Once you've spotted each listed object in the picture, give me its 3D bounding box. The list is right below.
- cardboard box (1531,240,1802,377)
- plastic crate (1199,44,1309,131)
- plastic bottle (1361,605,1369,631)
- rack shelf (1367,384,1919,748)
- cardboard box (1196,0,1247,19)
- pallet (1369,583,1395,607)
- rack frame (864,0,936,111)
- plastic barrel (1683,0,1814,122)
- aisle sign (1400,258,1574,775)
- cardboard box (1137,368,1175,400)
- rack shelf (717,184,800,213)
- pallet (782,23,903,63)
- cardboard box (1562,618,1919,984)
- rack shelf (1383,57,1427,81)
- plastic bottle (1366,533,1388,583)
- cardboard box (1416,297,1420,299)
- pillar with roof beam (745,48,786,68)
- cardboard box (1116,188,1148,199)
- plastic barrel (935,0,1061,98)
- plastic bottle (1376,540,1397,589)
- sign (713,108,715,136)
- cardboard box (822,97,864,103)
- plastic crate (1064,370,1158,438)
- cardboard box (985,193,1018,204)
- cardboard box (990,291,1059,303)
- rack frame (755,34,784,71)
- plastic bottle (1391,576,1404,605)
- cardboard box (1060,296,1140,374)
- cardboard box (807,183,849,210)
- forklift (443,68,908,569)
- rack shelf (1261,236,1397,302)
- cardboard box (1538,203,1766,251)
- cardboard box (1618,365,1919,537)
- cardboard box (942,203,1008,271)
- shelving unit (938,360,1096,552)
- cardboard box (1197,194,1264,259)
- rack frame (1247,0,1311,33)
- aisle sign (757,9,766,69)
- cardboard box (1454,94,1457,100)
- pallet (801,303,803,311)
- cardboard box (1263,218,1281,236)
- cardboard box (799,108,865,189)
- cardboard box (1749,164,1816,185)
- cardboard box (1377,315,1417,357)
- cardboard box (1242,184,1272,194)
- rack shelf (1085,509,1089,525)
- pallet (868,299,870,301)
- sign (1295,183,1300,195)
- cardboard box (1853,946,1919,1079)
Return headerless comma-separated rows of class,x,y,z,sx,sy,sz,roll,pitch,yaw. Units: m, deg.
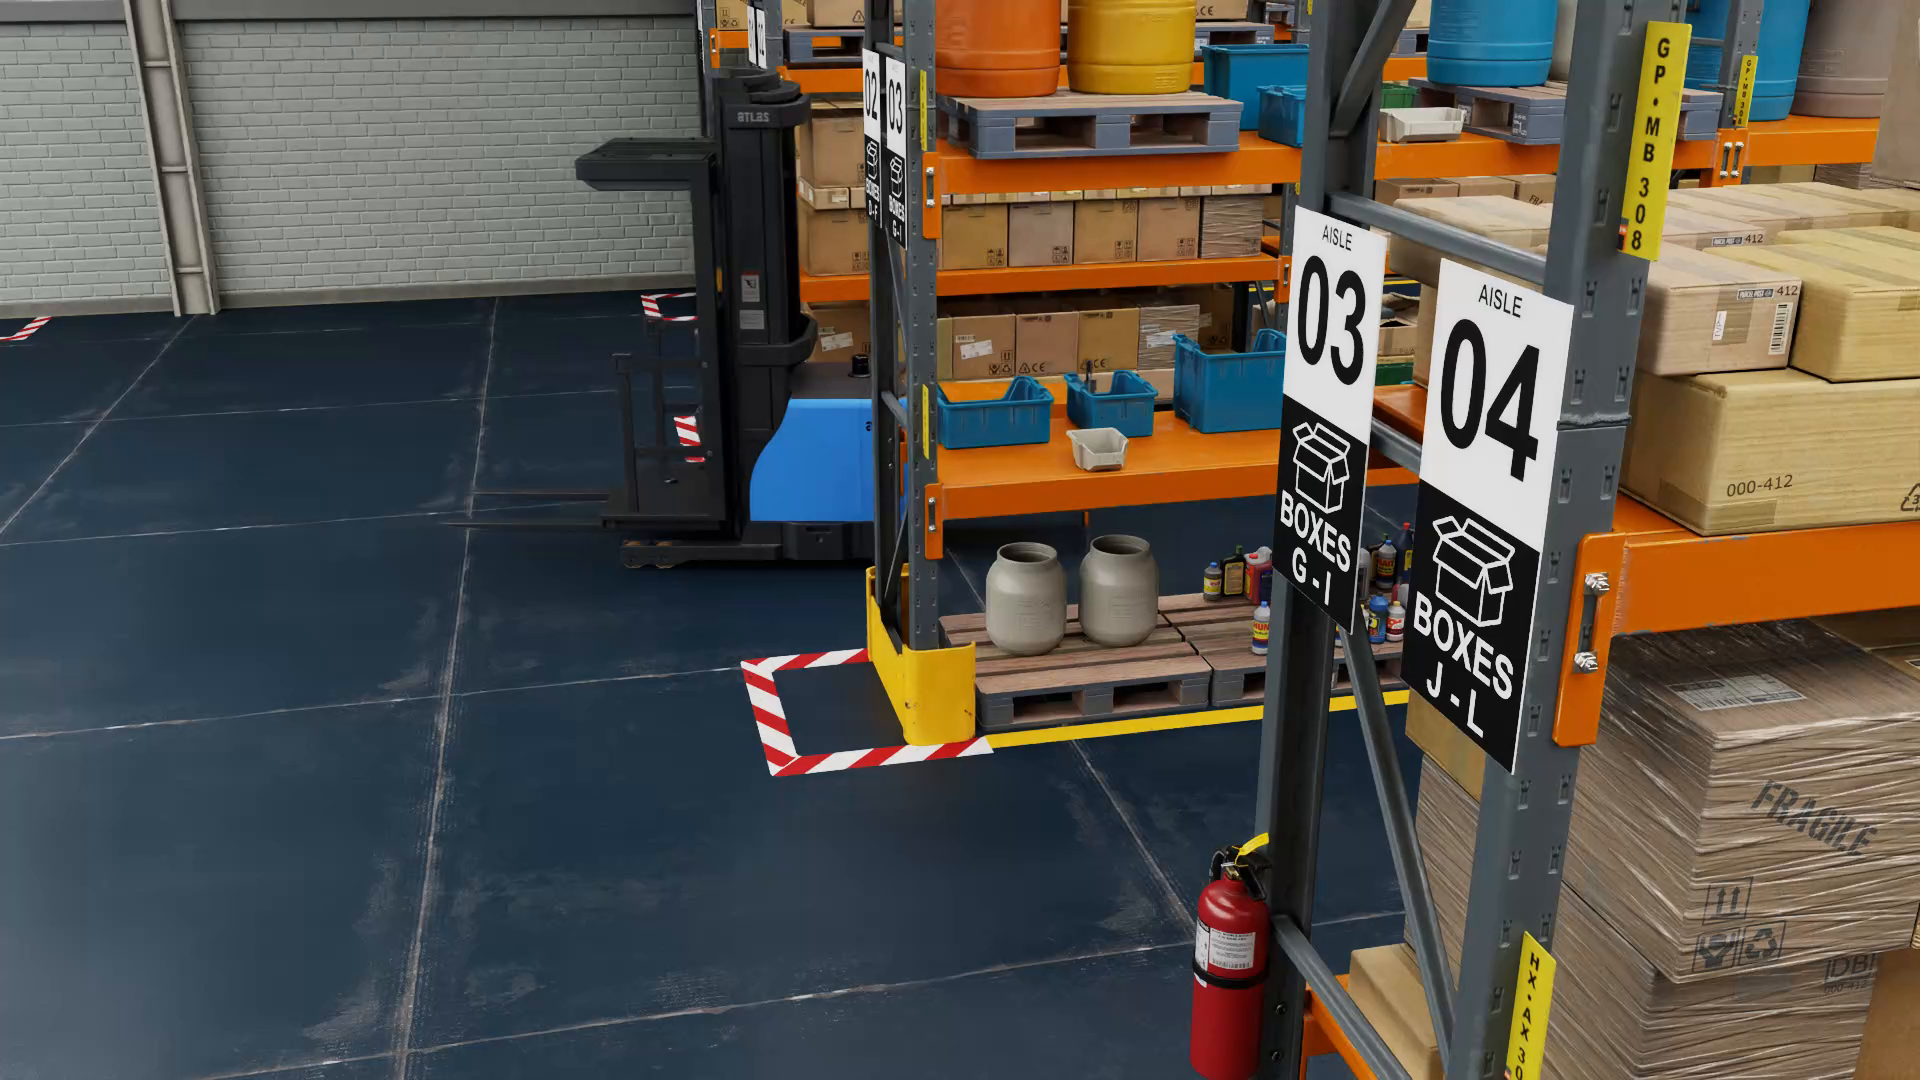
cardboard box,1.183,-0.401,2.825,0.250,0.149,0.380,-5,21,-13
plastic crate,1.509,-2.242,8.236,0.575,0.384,0.392,-5,21,-12
plastic bottle,2.086,0.436,8.692,0.097,0.201,0.097,0,20,0
rack shelf,2.809,-0.160,3.576,4.000,0.370,1.077,-5,21,-12
cardboard box,1.928,-4.331,12.956,0.500,0.500,0.500,-3,20,-8
pallet,2.952,0.443,9.299,1.213,0.211,1.003,-5,21,-12
rack frame,-0.277,-3.406,7.030,0.127,3.000,1.000,-5,21,-12
plastic barrel,4.060,-2.662,8.632,0.708,0.901,0.600,-5,21,-12
aisle sign,0.871,-0.047,2.801,0.004,0.787,0.394,-5,21,-12
cardboard box,1.589,-1.324,13.455,0.500,0.250,0.500,-5,21,-12
rack shelf,-0.611,-3.726,17.671,4.000,0.370,1.077,-5,21,-12
pallet,-0.720,-3.662,12.217,1.213,0.211,1.003,-5,21,-12
cardboard box,1.460,0.460,3.165,0.500,0.500,0.500,-5,21,-12
rack shelf,4.425,-3.793,13.493,4.000,0.370,1.077,-5,21,-12
plastic bottle,2.380,0.102,9.484,0.133,0.283,0.061,-4,20,-10
cardboard box,4.288,-1.982,14.436,0.500,0.311,0.500,-5,21,-13
pillar with roof beam,-1.084,-5.626,13.091,0.400,9.000,9.100,-5,21,-12
cardboard box,1.273,-2.742,12.852,0.250,0.149,0.380,-5,21,-13
plastic barrel,0.166,-2.477,7.621,0.708,0.830,0.600,-5,21,-12
plastic bottle,2.416,0.133,9.418,0.097,0.271,0.097,0,20,0
sign,-2.432,-4.130,16.470,0.005,0.325,0.100,-5,21,-12
cardboard box,-1.153,-4.384,17.520,0.500,0.500,0.500,-5,21,-14
plastic crate,0.774,-0.709,8.604,0.408,0.251,0.499,-5,21,-12
cardboard box,0.271,-2.661,12.628,0.250,0.149,0.380,-5,21,-13
cardboard box,0.496,-1.771,13.585,0.500,0.500,0.500,-5,21,-12
rack frame,-1.414,-2.247,12.589,0.127,3.000,1.000,-5,21,-12
plastic bottle,2.370,0.327,8.870,0.133,0.283,0.061,-5,21,-12
cardboard box,1.103,-1.636,13.216,0.500,0.500,0.500,-5,21,-12
cardboard box,-0.982,-2.558,12.348,0.250,0.149,0.380,-5,21,-13
forklift,-1.736,-1.379,10.318,3.031,2.935,1.130,0,20,1
rack shelf,4.425,-2.385,14.009,4.000,0.370,1.077,-5,21,-12
cardboard box,1.341,-0.564,3.271,0.250,0.149,0.380,-5,21,-14
cardboard box,1.391,-0.221,2.914,0.500,0.250,0.500,-4,21,-11
cardboard box,0.038,-2.408,12.881,0.500,0.500,0.700,-5,21,-12
shelving unit,0.318,-0.543,10.661,1.048,1.125,0.538,0,20,1
cardboard box,2.049,-2.574,13.334,0.500,0.500,0.700,-5,21,-14
rack frame,2.479,-5.381,12.421,0.127,3.000,1.000,-5,21,-12
aisle sign,-1.407,-3.360,11.848,0.004,0.787,0.394,-5,21,-12
cardboard box,5.757,-5.039,18.511,0.500,0.250,0.500,-4,21,-11
pallet,-1.684,-2.654,17.754,1.213,0.211,1.003,-5,21,-12
cardboard box,3.534,-3.446,18.856,0.500,0.500,0.700,-5,21,-13
cardboard box,-0.905,-2.940,12.449,0.500,0.500,0.700,-5,21,-12
cardboard box,6.959,-3.212,14.467,0.500,0.500,0.700,-12,24,-31
cardboard box,3.427,-1.721,13.723,0.500,0.311,0.500,-5,21,-13
cardboard box,2.264,-2.822,13.070,0.250,0.149,0.380,-5,21,-13
rack shelf,0.318,-0.313,10.745,1.000,0.278,0.538,0,20,1
pallet,-0.500,-2.750,18.014,1.213,0.211,1.003,-5,21,-12
sign,2.608,-2.822,12.784,0.005,0.325,0.100,-5,21,-12
cardboard box,1.863,0.768,3.779,0.500,0.500,0.875,-5,21,-12
